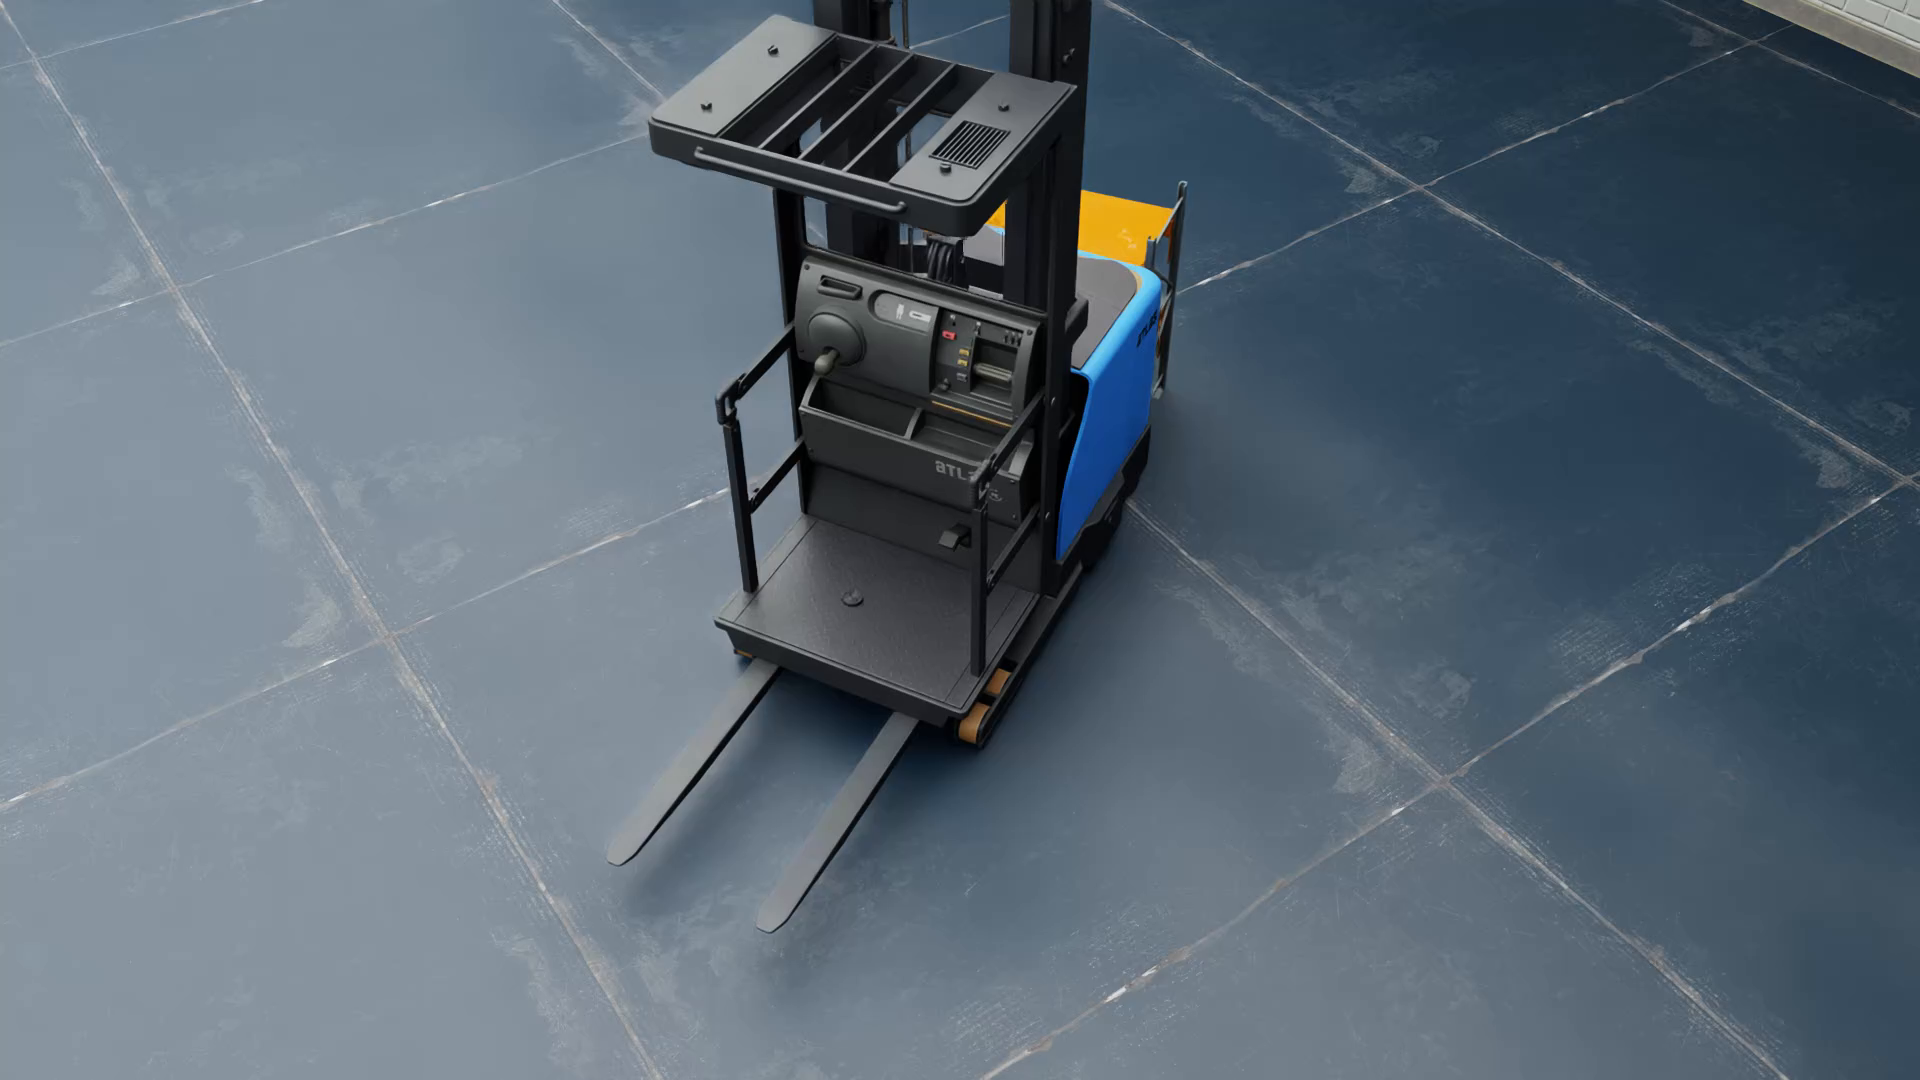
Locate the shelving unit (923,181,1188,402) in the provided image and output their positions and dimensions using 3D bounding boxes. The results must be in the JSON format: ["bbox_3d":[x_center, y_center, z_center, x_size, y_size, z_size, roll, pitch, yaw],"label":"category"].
[{"bbox_3d":[0.413,-1.127,7.605,1.048,1.125,0.538,16,46,16],"label":"shelving unit"}]

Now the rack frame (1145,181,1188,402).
[{"bbox_3d":[0.884,-0.995,7.467,0.032,1.125,0.500,16,46,16],"label":"rack frame"}]

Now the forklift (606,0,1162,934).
[{"bbox_3d":[-0.259,-0.625,5.774,1.130,2.935,3.031,19,47,19],"label":"forklift"}]

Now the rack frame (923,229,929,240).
[{"bbox_3d":[-0.059,-1.259,7.743,0.032,1.125,0.500,16,46,16],"label":"rack frame"}]

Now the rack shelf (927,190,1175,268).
[{"bbox_3d":[0.413,-1.340,7.404,1.000,0.278,0.538,16,46,16],"label":"rack shelf"}]

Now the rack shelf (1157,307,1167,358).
[{"bbox_3d":[0.412,-0.949,7.773,1.000,0.278,0.538,16,46,16],"label":"rack shelf"}]
